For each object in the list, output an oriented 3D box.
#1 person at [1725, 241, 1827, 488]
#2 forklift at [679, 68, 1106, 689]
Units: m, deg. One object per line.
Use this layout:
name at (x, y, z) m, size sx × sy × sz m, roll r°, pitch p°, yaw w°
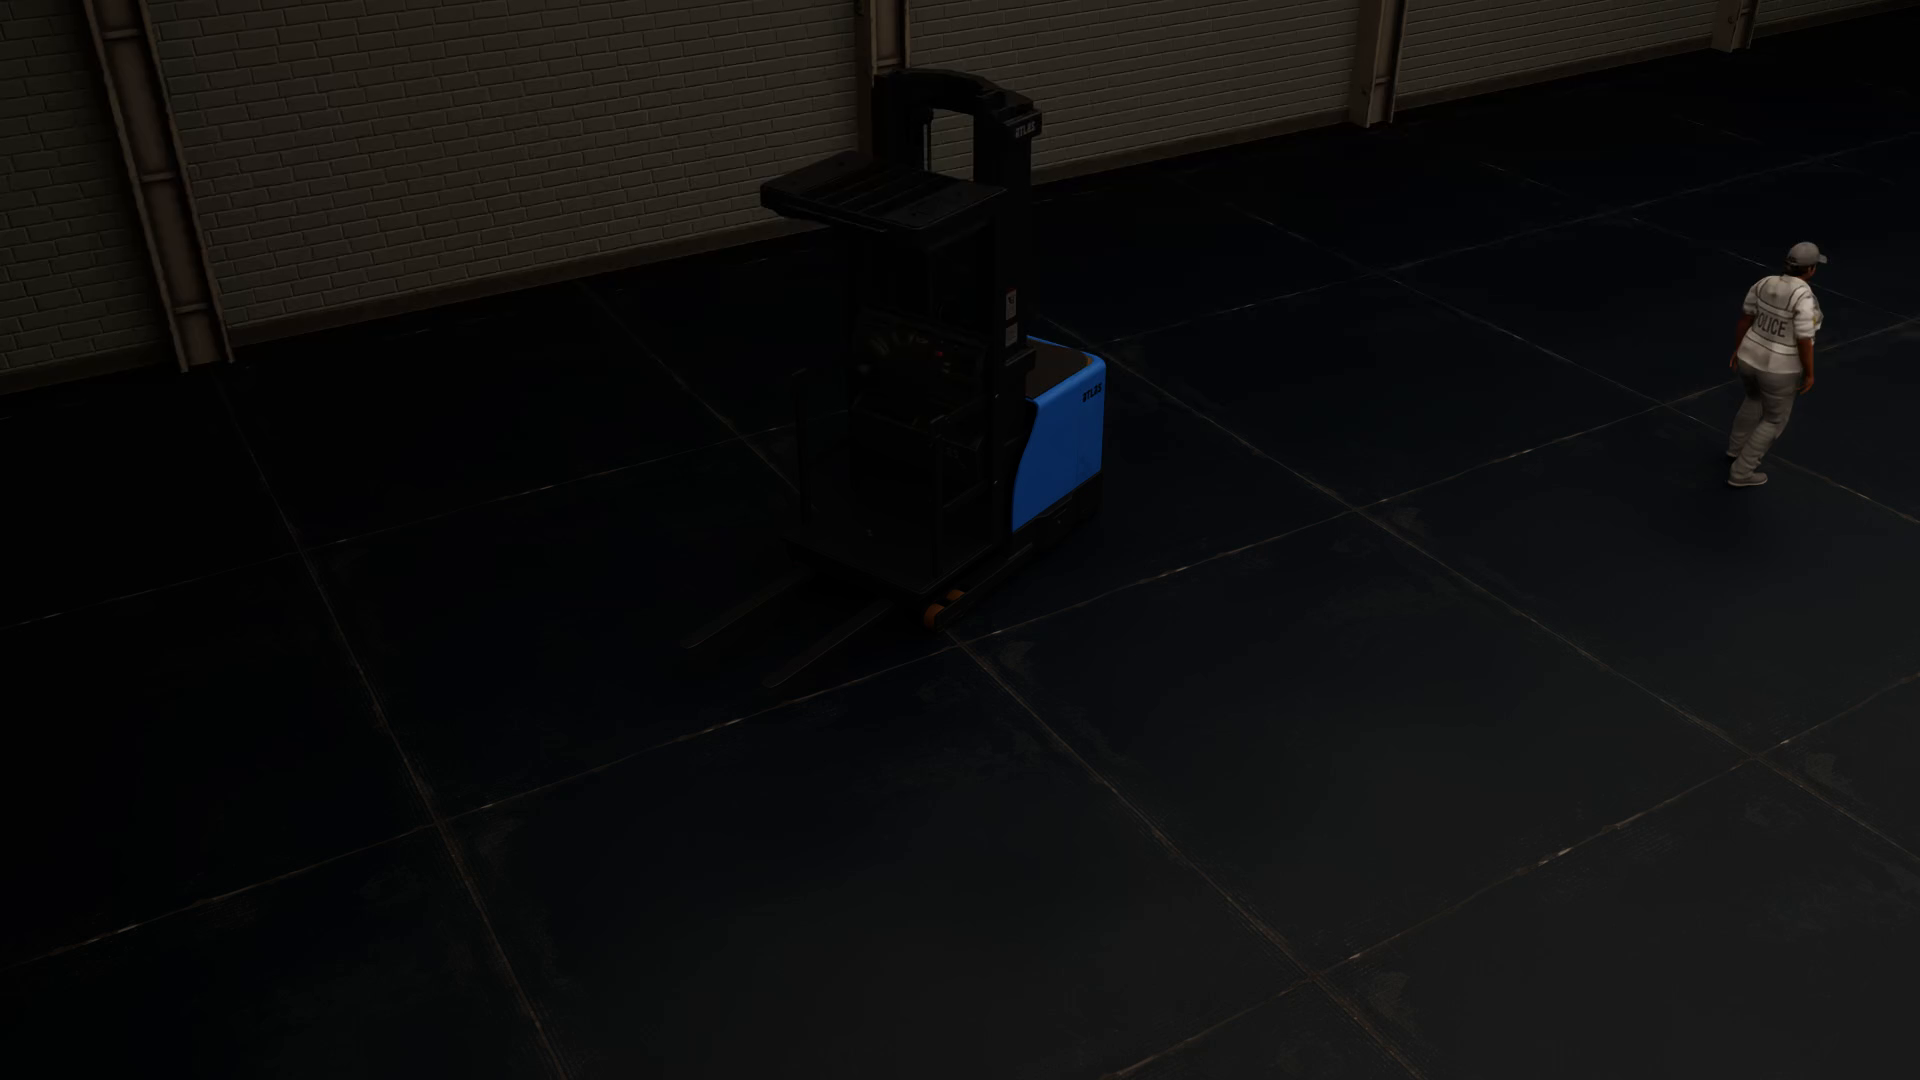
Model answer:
person at (5.333, -1.131, 10.849) m, size 0.518 × 1.711 × 0.584 m, roll -11°, pitch 33°, yaw -17°
forklift at (-0.365, -1.007, 9.329) m, size 1.130 × 2.935 × 3.031 m, roll 21°, pitch 37°, yaw 31°
